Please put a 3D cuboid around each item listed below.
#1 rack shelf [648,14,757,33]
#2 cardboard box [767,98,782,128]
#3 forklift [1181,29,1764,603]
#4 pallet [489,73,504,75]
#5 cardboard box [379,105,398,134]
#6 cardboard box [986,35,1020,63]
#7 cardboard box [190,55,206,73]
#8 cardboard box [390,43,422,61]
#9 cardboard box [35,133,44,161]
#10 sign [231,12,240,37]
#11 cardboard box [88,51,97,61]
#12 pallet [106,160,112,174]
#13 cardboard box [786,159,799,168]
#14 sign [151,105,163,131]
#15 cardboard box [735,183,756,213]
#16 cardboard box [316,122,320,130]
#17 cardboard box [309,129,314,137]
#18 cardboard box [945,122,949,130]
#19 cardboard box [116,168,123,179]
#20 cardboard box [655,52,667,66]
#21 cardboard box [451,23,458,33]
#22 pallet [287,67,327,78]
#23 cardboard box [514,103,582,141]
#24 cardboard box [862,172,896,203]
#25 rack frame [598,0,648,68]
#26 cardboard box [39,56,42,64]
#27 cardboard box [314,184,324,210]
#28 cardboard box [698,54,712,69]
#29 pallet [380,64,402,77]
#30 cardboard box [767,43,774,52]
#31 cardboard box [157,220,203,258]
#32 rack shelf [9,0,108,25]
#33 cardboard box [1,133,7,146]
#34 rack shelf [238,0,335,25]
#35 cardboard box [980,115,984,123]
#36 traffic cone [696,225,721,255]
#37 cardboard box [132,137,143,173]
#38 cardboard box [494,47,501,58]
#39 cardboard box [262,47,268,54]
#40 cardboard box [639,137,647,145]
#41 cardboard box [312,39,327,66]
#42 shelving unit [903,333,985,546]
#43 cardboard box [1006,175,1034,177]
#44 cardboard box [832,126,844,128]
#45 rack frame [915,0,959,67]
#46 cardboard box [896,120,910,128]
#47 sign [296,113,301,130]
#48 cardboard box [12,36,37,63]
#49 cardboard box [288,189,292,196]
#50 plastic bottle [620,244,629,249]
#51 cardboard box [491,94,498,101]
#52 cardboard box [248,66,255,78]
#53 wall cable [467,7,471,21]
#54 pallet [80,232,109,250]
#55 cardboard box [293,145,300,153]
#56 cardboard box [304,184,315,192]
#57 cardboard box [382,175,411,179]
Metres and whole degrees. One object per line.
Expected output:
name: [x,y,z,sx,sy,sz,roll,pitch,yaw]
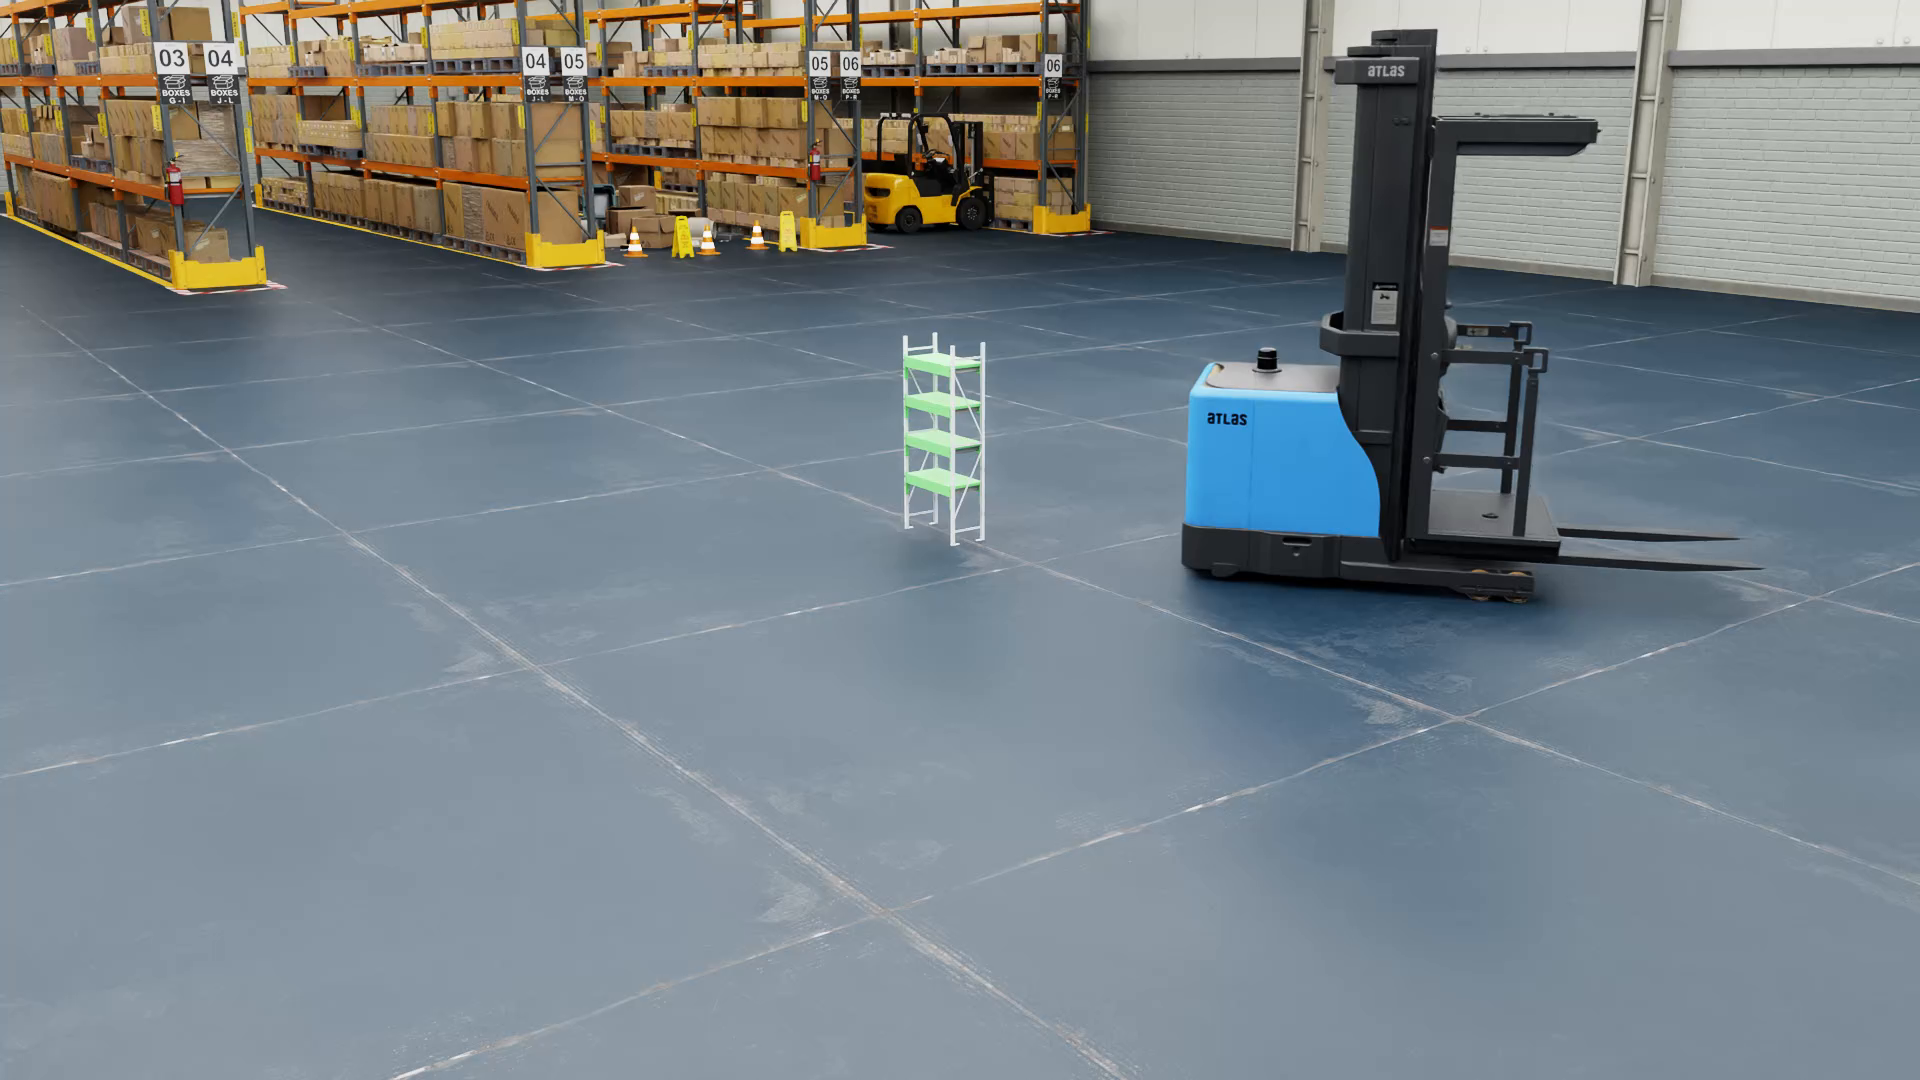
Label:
rack shelf: [-6.333,-12.779,41.088,1.077,0.370,4.000,-11,19,-35]
cardboard box: [-2.882,-7.331,28.533,0.700,0.500,0.500,-11,19,-34]
forklift: [2.814,-1.232,9.024,3.031,2.935,1.130,4,16,13]
pallet: [-10.355,-10.876,38.617,1.003,0.211,1.213,-11,19,-35]
cardboard box: [-10.208,-7.717,30.505,0.700,0.500,0.500,-11,19,-35]
cardboard box: [0.920,-9.281,31.447,0.700,0.500,0.500,-11,19,-34]
cardboard box: [-10.204,-6.452,22.570,0.500,0.250,0.500,-10,18,-33]
cardboard box: [-9.619,-8.532,29.069,0.500,0.311,0.500,-12,19,-37]
cardboard box: [-16.821,-7.301,30.881,0.500,0.500,0.500,-11,19,-34]
sign: [-9.691,-6.887,22.220,0.100,0.325,0.005,-11,19,-35]
cardboard box: [-13.665,-7.710,26.530,0.380,0.166,0.250,-12,19,-36]
pallet: [-12.813,-5.882,26.249,1.003,0.211,1.213,-11,19,-35]
cardboard box: [-2.745,-6.435,28.382,0.380,0.149,0.250,-11,19,-35]
sign: [-10.591,-5.564,21.930,0.100,0.325,0.005,-11,19,-35]
cardboard box: [-3.709,-6.174,29.943,0.500,0.500,0.500,-10,18,-32]
cardboard box: [-12.493,-8.182,32.843,0.380,0.149,0.250,-10,18,-32]
cardboard box: [-12.795,-8.149,33.286,0.380,0.149,0.250,-12,19,-37]
cardboard box: [-0.064,-8.180,32.863,0.380,0.149,0.250,-10,18,-33]
cardboard box: [-12.462,-5.520,25.037,0.380,0.149,0.250,-11,19,-35]
cardboard box: [-5.519,-9.224,31.903,0.500,0.250,0.500,-11,19,-34]
cardboard box: [-7.870,-8.150,26.471,0.380,0.149,0.250,-11,19,-34]
pallet: [-12.837,-9.453,33.607,1.213,0.211,1.003,-11,19,-35]
cardboard box: [-6.245,-6.361,25.307,0.875,0.550,0.550,-11,19,-35]
cardboard box: [-1.662,-7.592,35.837,0.875,0.625,0.625,-12,19,-37]
rack frame: [-6.818,-11.075,33.494,1.000,3.000,0.127,-11,19,-35]
cardboard box: [-16.431,-8.684,30.121,0.380,0.149,0.250,-12,19,-37]
cardboard box: [-12.894,-7.043,34.068,0.500,0.500,0.500,-10,18,-32]
cardboard box: [-4.428,-8.709,30.251,0.500,0.250,0.500,-11,19,-36]
pallet: [-9.681,-8.379,29.685,1.003,0.211,1.213,-10,18,-32]
cardboard box: [-3.082,-8.438,28.506,0.380,0.149,0.250,-11,19,-35]
cardboard box: [-11.507,-4.453,24.602,0.500,0.500,0.500,-13,20,-39]
rack shelf: [-16.010,-9.424,29.582,1.077,0.370,4.000,-11,19,-35]
cardboard box: [-19.474,-8.278,34.360,0.500,0.250,0.500,-11,19,-36]
rack shelf: [-14.290,-11.218,35.384,1.077,0.370,4.000,-11,19,-35]
cardboard box: [0.611,-8.119,32.077,0.380,0.149,0.250,-11,19,-34]
traffic cone: [-4.108,-4.896,27.088,0.336,0.463,0.334,-11,19,-35]
cardboard box: [-11.366,-5.558,23.950,0.875,0.500,0.500,-11,19,-35]
cardboard box: [-6.827,-7.386,25.191,0.380,0.149,0.250,-11,19,-34]
cardboard box: [-14.766,-10.515,35.711,0.380,0.149,0.250,-10,18,-33]
cardboard box: [-6.164,-7.932,33.055,0.380,0.149,0.250,-10,18,-31]
cardboard box: [-12.312,-9.594,32.776,0.797,0.503,0.637,-11,19,-35]
shelving unit: [-0.097,-0.614,10.047,0.258,1.200,0.503,-11,19,-35]
cardboard box: [1.187,-6.949,32.304,0.500,0.250,0.500,-11,19,-35]
cardboard box: [-2.448,-8.882,36.181,0.500,0.250,0.500,-10,18,-33]
rack frame: [-0.453,-10.992,33.191,1.000,3.000,0.127,-11,19,-35]
cardboard box: [-1.101,-8.611,34.436,0.380,0.149,0.250,-11,19,-35]
sign: [-13.548,-8.577,34.092,0.100,0.325,0.005,-11,19,-35]
cardboard box: [-17.694,-9.401,31.885,0.700,0.500,0.500,-12,20,-38]
cardboard box: [-14.272,-7.525,35.930,0.380,0.149,0.250,-12,19,-37]
plastic bottle: [-5.631,-4.946,28.033,0.283,0.061,0.133,10,18,33]
cardboard box: [-10.659,-10.276,38.628,0.380,0.149,0.250,-11,19,-36]
cardboard box: [-15.409,-10.339,36.770,0.500,0.250,0.500,-10,18,-33]
wall cable: [-12.208,-14.513,45.983,2.988,3.039,0.133,-11,19,-35]
pallet: [-14.375,-5.131,28.423,1.003,0.211,1.213,-11,19,-35]
cardboard box: [-13.711,-8.187,34.783,0.380,0.149,0.250,-11,19,-36]
cardboard box: [-13.534,-7.395,34.893,0.380,0.149,0.250,-10,18,-33]
cardboard box: [-10.972,-6.935,32.250,0.500,0.250,0.500,-12,19,-37]
